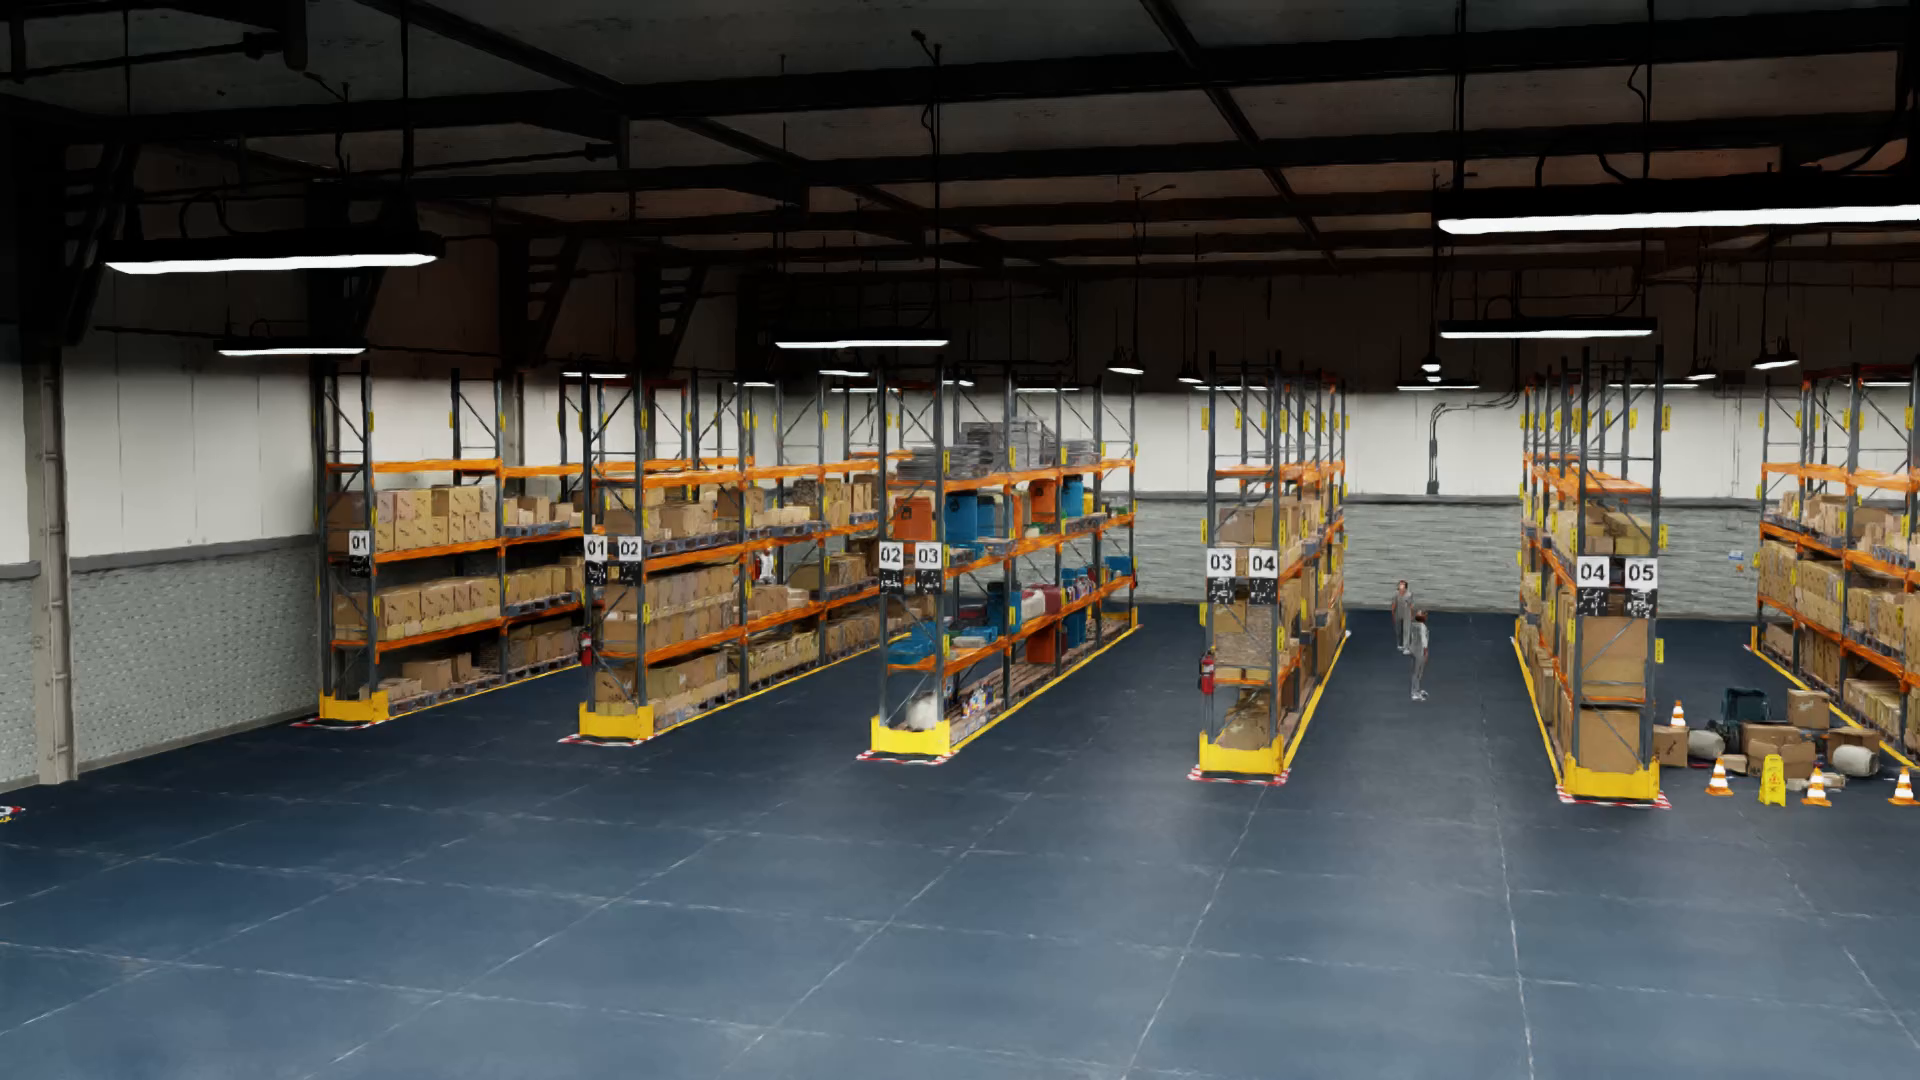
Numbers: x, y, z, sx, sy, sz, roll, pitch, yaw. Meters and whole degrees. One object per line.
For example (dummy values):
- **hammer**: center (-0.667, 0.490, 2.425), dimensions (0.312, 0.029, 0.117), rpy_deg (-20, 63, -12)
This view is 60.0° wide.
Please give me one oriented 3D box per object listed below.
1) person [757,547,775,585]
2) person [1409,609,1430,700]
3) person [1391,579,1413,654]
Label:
- **person**: center (-5.146, 0.968, 44.134), dimensions (0.654, 1.773, 0.578), rpy_deg (-4, 6, -43)
- **person**: center (8.304, 2.049, 29.956), dimensions (0.419, 1.603, 0.504), rpy_deg (-1, 4, -11)
- **person**: center (9.521, 1.631, 35.841), dimensions (0.446, 1.590, 1.110), rpy_deg (1, 4, 19)
